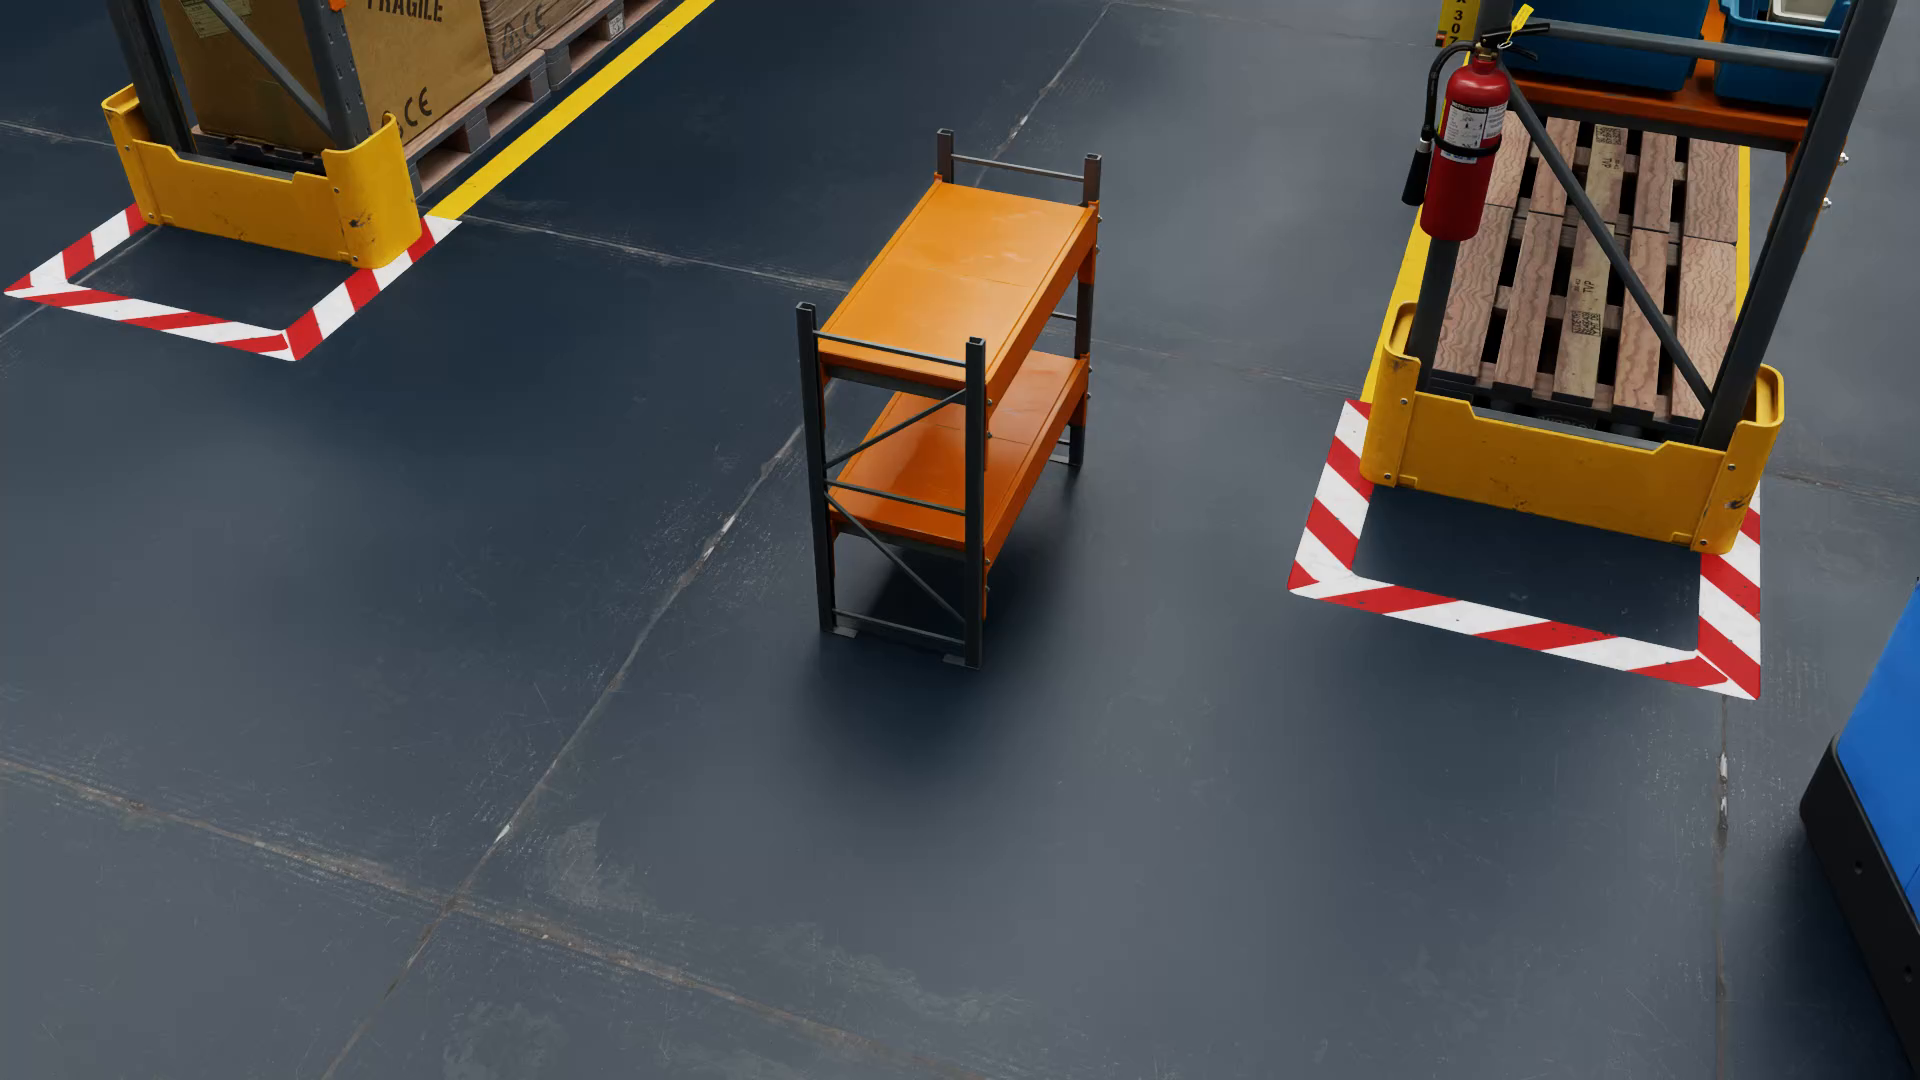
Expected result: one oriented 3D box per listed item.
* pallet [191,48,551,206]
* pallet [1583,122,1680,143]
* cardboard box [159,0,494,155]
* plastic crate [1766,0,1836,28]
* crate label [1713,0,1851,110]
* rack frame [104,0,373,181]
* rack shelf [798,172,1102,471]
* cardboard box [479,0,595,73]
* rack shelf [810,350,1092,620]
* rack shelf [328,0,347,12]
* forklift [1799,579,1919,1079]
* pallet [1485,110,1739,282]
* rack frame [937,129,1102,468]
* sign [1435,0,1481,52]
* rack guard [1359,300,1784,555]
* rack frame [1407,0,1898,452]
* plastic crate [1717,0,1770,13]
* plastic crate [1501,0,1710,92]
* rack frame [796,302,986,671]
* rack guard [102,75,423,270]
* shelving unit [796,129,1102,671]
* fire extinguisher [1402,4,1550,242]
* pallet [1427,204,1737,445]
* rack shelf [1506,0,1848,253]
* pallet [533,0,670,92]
[{"bbox_3d":[-2.544,-1.877,7.287,1.003,0.211,1.213,13,42,15],"label":"pallet"},{"bbox_3d":[3.063,-2.255,7.731,1.003,0.211,1.213,13,42,15],"label":"pallet"},{"bbox_3d":[-2.600,-2.192,6.822,0.875,0.875,0.875,13,42,15],"label":"cardboard box"},{"bbox_3d":[2.492,-1.511,4.867,0.250,0.136,0.298,13,42,15],"label":"plastic crate"},{"bbox_3d":[2.304,-1.370,4.628,0.416,0.233,0.303,13,42,15],"label":"crate label"},{"bbox_3d":[-2.744,-2.433,5.790,1.000,3.000,0.127,13,42,15],"label":"rack frame"},{"bbox_3d":[-0.002,-0.646,4.690,0.538,0.278,1.000,13,42,15],"label":"rack shelf"},{"bbox_3d":[-2.289,-2.747,7.473,0.875,0.875,0.875,13,42,15],"label":"cardboard box"},{"bbox_3d":[-0.002,-0.238,5.039,0.538,0.278,1.000,13,42,15],"label":"rack shelf"},{"bbox_3d":[-2.060,-3.379,7.454,1.077,0.370,4.000,13,42,15],"label":"rack shelf"},{"bbox_3d":[3.671,-0.032,3.029,3.031,2.935,1.130,1,40,2],"label":"forklift"},{"bbox_3d":[2.648,-1.509,6.856,1.003,0.211,1.213,13,42,15],"label":"pallet"},{"bbox_3d":[0.172,-0.734,5.243,0.500,1.125,0.032,13,42,15],"label":"rack frame"},{"bbox_3d":[1.388,-1.508,4.580,0.100,0.325,0.005,13,42,15],"label":"sign"},{"bbox_3d":[1.915,-0.365,5.293,1.175,0.500,0.348,13,42,15],"label":"rack guard"},{"bbox_3d":[1.911,-1.334,4.502,1.000,3.000,0.127,13,42,15],"label":"rack frame"},{"bbox_3d":[2.530,-1.772,5.098,0.416,0.233,0.300,13,42,15],"label":"plastic crate"},{"bbox_3d":[1.850,-1.615,4.759,0.616,0.435,0.499,13,42,15],"label":"plastic crate"},{"bbox_3d":[-0.176,-0.114,4.517,0.500,1.125,0.032,13,42,15],"label":"rack frame"},{"bbox_3d":[-2.752,-1.467,6.585,1.175,0.500,0.348,13,42,15],"label":"rack guard"},{"bbox_3d":[-0.002,-0.424,4.880,0.538,1.125,1.048,13,42,15],"label":"shelving unit"},{"bbox_3d":[1.432,-1.171,4.658,0.296,0.674,0.183,13,42,15],"label":"fire extinguisher"},{"bbox_3d":[2.229,-0.767,5.986,1.003,0.211,1.213,13,42,15],"label":"pallet"},{"bbox_3d":[2.595,-2.280,6.165,1.077,0.370,4.000,13,42,15],"label":"rack shelf"},{"bbox_3d":[-2.125,-2.619,8.157,1.003,0.211,1.213,13,42,15],"label":"pallet"}]
